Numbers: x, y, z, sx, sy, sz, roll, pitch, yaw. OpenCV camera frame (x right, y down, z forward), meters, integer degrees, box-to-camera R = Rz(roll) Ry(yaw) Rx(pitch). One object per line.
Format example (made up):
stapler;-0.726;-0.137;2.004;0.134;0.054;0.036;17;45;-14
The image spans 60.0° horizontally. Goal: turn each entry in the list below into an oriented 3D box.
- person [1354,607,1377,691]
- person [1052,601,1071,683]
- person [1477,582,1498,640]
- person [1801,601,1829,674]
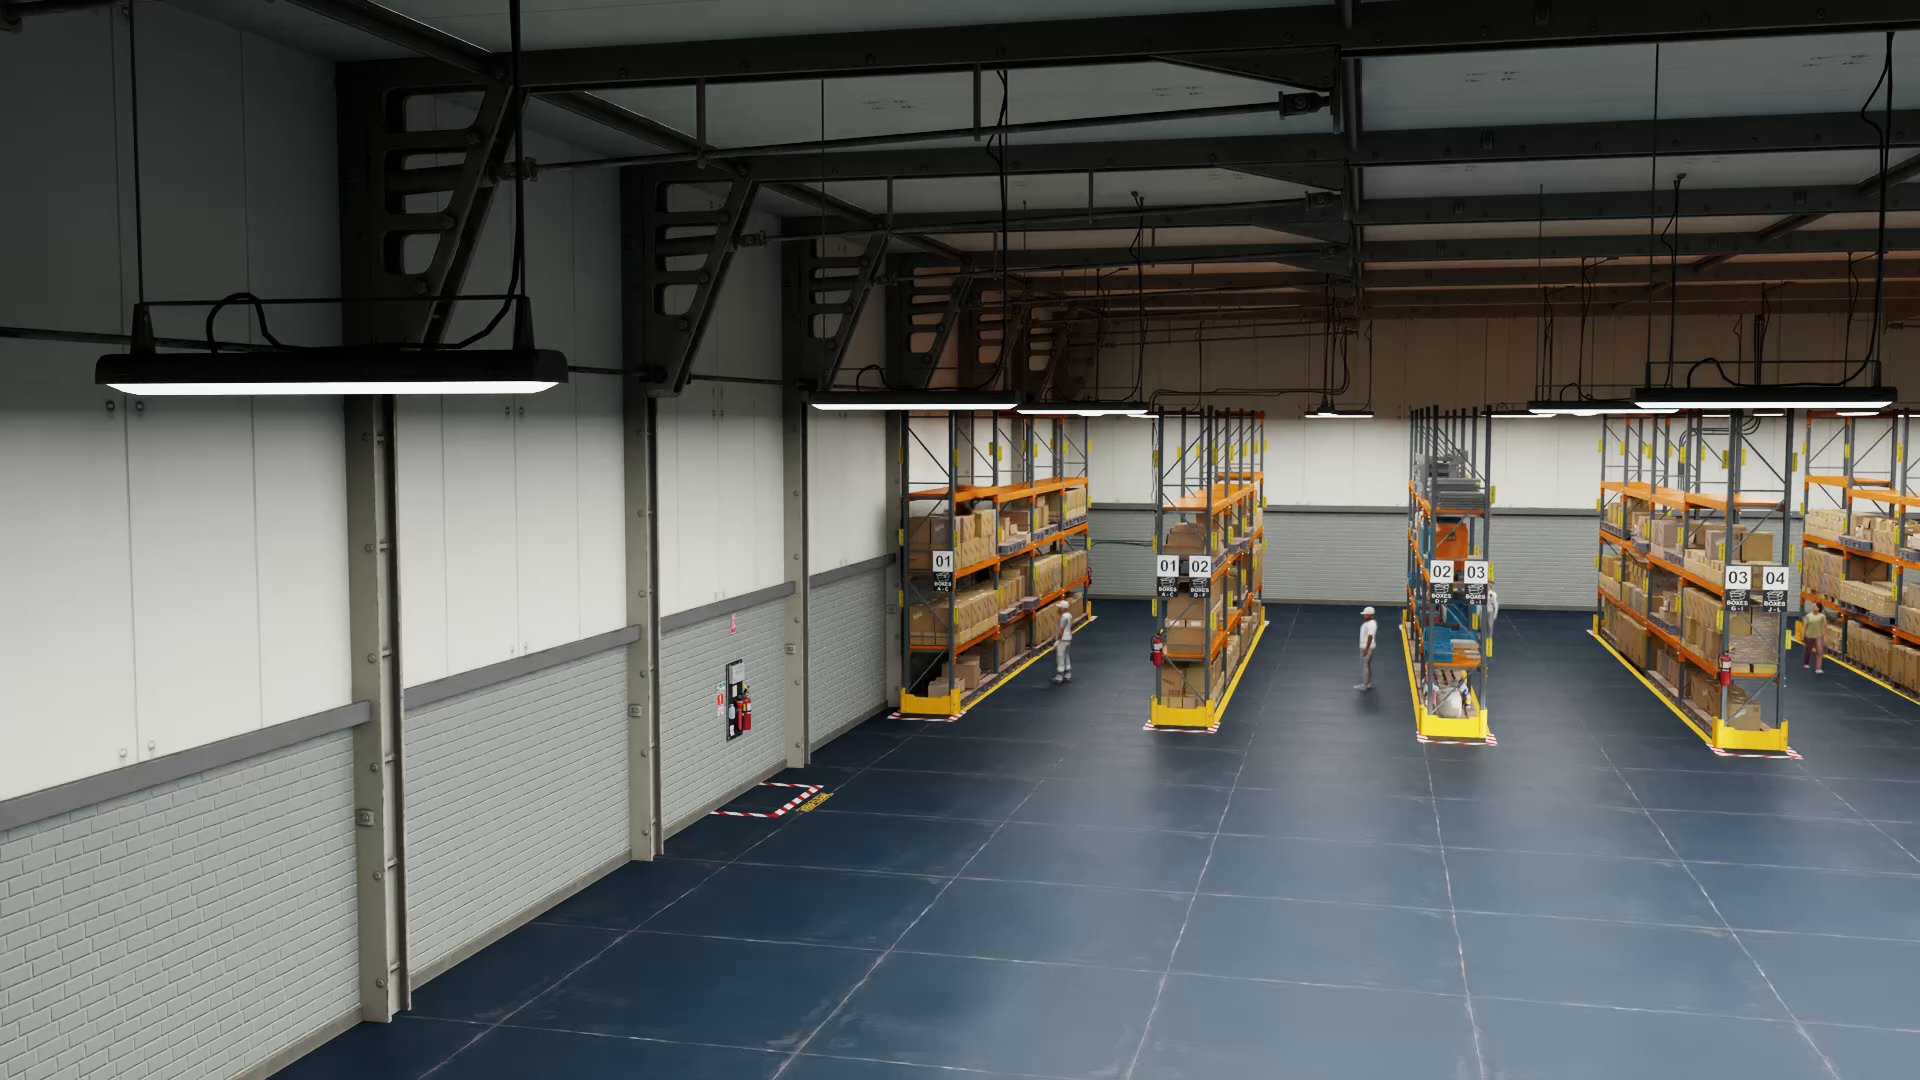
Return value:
person;8.632;2.303;35.387;0.470;1.771;0.625;1;4;20
person;2.218;2.216;36.353;0.402;1.801;0.594;1;4;19
person;13.475;1.840;42.487;0.512;1.648;0.707;1;4;10
person;19.412;2.203;37.743;0.586;1.626;1.014;1;4;18
